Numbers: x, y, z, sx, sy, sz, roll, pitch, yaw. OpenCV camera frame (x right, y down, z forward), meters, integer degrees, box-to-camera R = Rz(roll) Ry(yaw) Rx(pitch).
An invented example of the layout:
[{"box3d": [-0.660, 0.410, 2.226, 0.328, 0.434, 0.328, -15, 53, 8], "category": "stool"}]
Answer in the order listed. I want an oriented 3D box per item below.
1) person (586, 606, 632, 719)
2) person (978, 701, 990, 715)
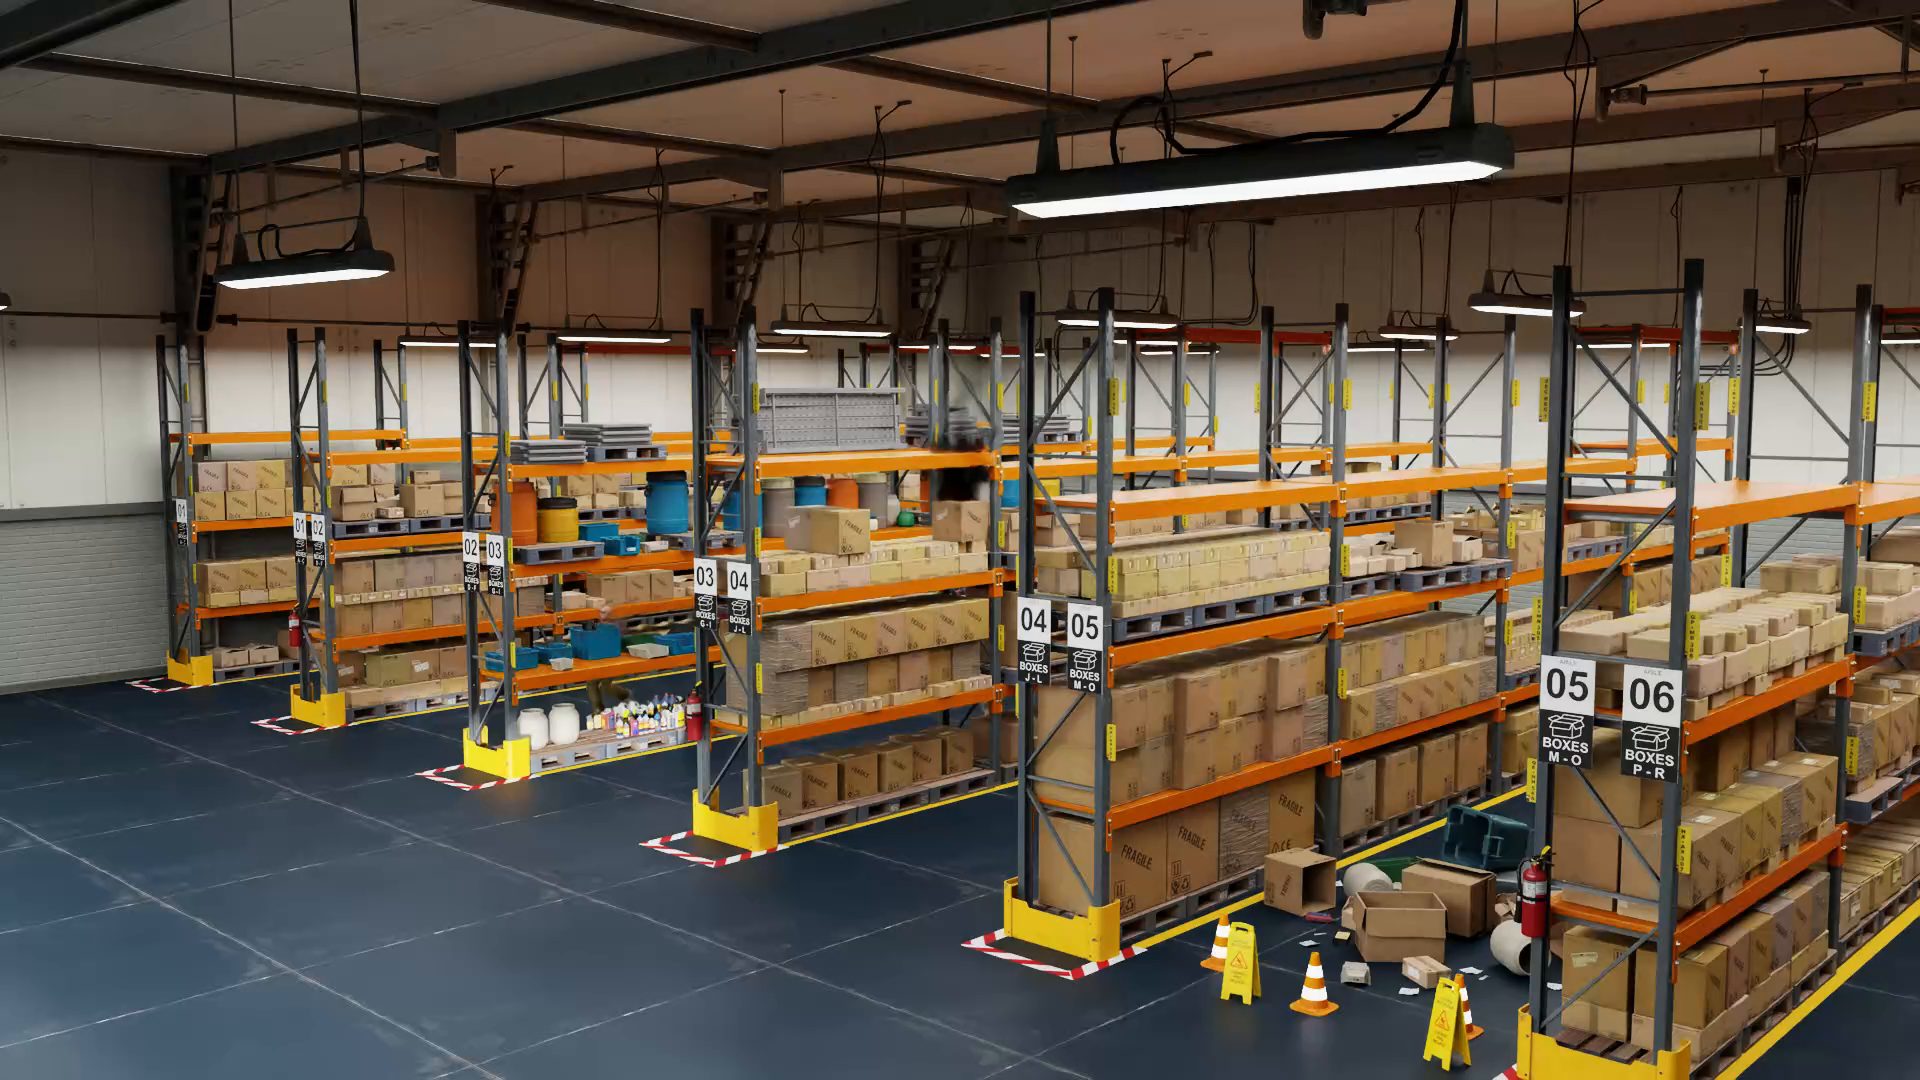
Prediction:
[{"box3d": [-5.482, 1.883, 25.736, 0.715, 1.735, 0.826, 4, 7, 35], "category": "person"}, {"box3d": [0.322, 1.915, 25.317, 0.638, 1.737, 0.571, 5, 7, 40], "category": "person"}]
